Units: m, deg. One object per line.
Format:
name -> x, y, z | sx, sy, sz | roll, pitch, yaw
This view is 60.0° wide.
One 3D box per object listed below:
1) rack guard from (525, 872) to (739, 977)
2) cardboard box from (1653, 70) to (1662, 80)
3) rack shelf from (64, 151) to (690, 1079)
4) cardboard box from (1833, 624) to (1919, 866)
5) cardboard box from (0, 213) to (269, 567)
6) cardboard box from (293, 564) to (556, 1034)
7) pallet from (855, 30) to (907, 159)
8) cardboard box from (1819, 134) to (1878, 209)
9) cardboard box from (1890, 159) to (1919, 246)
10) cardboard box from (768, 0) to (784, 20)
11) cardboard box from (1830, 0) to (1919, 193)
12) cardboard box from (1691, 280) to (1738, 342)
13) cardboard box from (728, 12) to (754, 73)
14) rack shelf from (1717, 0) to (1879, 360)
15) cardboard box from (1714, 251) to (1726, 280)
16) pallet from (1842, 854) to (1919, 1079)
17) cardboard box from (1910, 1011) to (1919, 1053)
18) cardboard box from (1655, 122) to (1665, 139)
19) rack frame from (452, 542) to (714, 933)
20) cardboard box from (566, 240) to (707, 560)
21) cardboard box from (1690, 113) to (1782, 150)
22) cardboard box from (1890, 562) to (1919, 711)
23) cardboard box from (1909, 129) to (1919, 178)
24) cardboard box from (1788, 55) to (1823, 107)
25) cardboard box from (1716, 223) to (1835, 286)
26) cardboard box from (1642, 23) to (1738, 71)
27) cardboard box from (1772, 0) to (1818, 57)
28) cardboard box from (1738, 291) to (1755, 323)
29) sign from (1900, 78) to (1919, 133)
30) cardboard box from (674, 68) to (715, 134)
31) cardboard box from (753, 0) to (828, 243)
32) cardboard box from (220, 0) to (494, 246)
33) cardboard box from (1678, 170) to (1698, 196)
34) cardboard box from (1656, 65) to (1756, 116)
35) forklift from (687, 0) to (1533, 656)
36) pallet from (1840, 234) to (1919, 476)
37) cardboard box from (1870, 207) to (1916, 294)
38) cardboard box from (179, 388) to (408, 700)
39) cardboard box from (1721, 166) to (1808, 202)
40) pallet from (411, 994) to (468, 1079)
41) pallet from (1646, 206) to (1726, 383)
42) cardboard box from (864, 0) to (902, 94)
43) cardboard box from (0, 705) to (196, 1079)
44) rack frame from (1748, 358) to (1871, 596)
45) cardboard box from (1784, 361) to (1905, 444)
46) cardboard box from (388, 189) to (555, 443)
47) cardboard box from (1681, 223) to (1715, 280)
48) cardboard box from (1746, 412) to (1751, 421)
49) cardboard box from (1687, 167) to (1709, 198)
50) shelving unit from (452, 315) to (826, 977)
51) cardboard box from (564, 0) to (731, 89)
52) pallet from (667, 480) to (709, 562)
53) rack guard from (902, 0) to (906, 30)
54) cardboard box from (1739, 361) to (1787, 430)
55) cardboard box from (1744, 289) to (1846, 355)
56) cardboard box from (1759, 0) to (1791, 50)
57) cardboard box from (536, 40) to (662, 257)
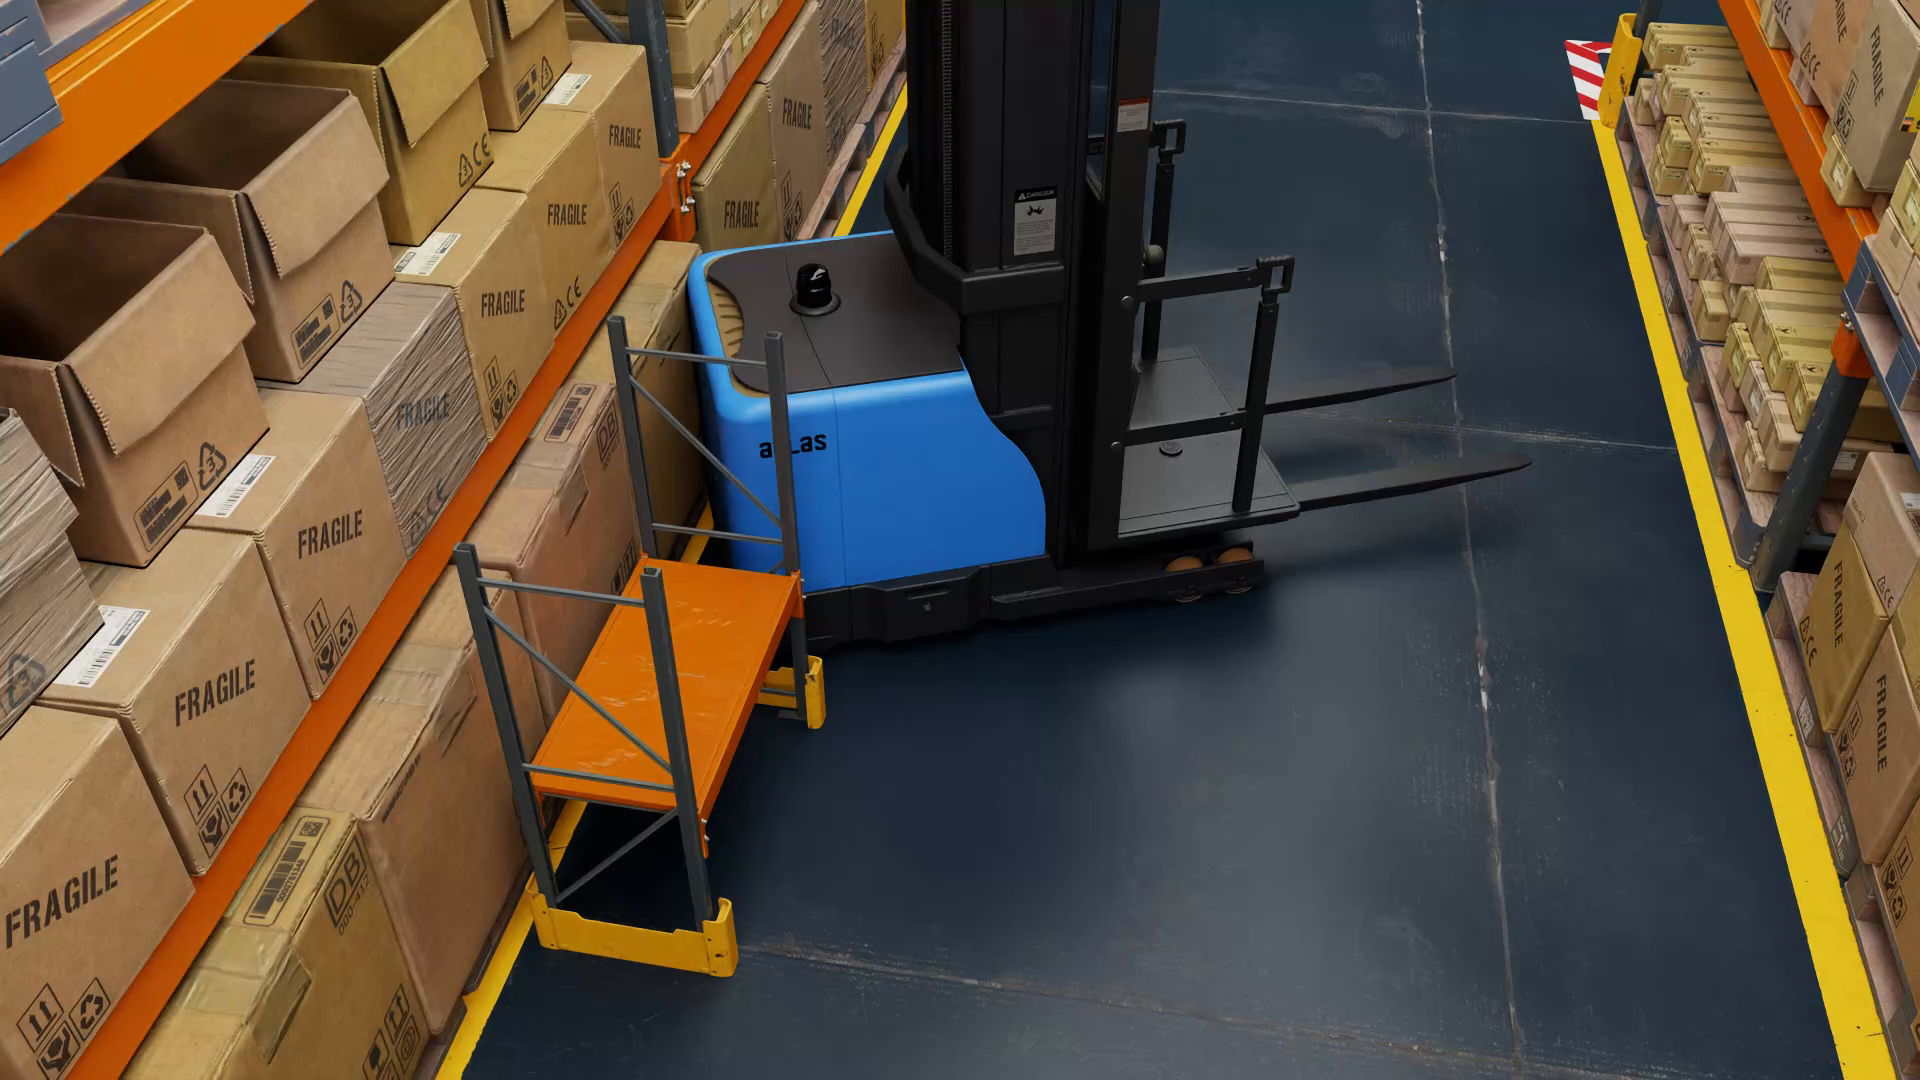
rack guard -> -0.930, 1.092, 4.734 | 0.587, 0.250, 0.087 | 7, 40, 8
cardboard box -> 3.726, -2.335, 8.394 | 0.380, 0.149, 0.250 | 8, 40, 10
rack shelf -> -1.836, -0.025, 4.491 | 1.077, 0.370, 4.000 | 6, 40, 8
cardboard box -> 2.898, 0.621, 4.777 | 0.500, 0.500, 0.500 | 8, 40, 10
cardboard box -> -1.924, -0.338, 3.439 | 0.797, 0.503, 0.637 | 7, 40, 9
cardboard box -> -1.881, 0.620, 4.484 | 1.225, 0.875, 0.875 | 7, 40, 8
pallet -> -0.859, -2.483, 9.087 | 1.003, 0.211, 1.213 | 6, 40, 8
cardboard box -> 3.134, -1.229, 5.580 | 0.380, 0.149, 0.250 | 5, 40, 6
cardboard box -> 2.856, -0.930, 4.656 | 0.380, 0.149, 0.250 | 7, 40, 8
cardboard box -> -0.933, -2.266, 6.834 | 0.380, 0.149, 0.250 | 6, 40, 7
cardboard box -> 3.183, -1.435, 5.320 | 0.500, 0.500, 0.500 | 6, 40, 8
cardboard box -> 3.289, -0.944, 6.945 | 0.380, 0.149, 0.250 | 6, 40, 8
cardboard box -> -1.021, -1.940, 6.440 | 0.380, 0.149, 0.250 | 8, 40, 9
rack shelf -> 3.724, -1.925, 6.789 | 1.077, 0.370, 4.000 | 6, 40, 8
cardboard box -> 3.413, -1.174, 6.990 | 0.380, 0.149, 0.250 | 5, 40, 6
pallet -> 3.035, 1.384, 4.410 | 1.003, 0.211, 1.213 | 6, 40, 8
cardboard box -> 2.711, 1.264, 4.000 | 0.500, 0.500, 0.500 | 5, 40, 6
cardboard box -> 3.699, -2.054, 8.288 | 0.380, 0.149, 0.250 | 6, 40, 7
rack frame -> -0.933, 0.622, 4.321 | 0.500, 1.500, 0.032 | 7, 40, 8
cardboard box -> -1.581, -0.497, 5.835 | 1.225, 0.875, 0.875 | 7, 40, 8
cardboard box -> 3.527, -1.791, 7.503 | 0.380, 0.149, 0.250 | 8, 40, 9
cardboard box -> 2.900, 0.334, 4.535 | 0.500, 0.250, 0.500 | 7, 40, 9
cardboard box -> 2.856, -1.045, 4.561 | 0.380, 0.149, 0.250 | 8, 40, 10
cardboard box -> 3.325, -1.723, 6.177 | 0.380, 0.149, 0.250 | 5, 40, 6
cardboard box -> 3.301, -1.148, 6.725 | 0.380, 0.149, 0.250 | 5, 40, 6
cardboard box -> 3.644, -2.459, 8.311 | 0.380, 0.149, 0.250 | 5, 40, 6
cardboard box -> 3.361, -2.073, 6.091 | 0.500, 0.500, 0.500 | 6, 40, 7
cardboard box -> 3.322, -0.846, 6.593 | 0.380, 0.149, 0.250 | 7, 40, 8
sign -> 2.842, -1.336, 4.832 | 0.100, 0.325, 0.005 | 6, 40, 8
cardboard box -> -1.111, -1.610, 6.040 | 0.380, 0.149, 0.250 | 6, 40, 8
cardboard box -> -1.141, -1.871, 7.497 | 0.875, 0.875, 0.875 | 6, 40, 8
cardboard box -> -1.723, -1.152, 4.423 | 0.797, 0.503, 0.637 | 7, 40, 8
cardboard box -> 3.560, -1.578, 7.713 | 0.380, 0.149, 0.250 | 6, 40, 8
cardboard box -> 3.545, -2.128, 7.911 | 0.380, 0.149, 0.250 | 6, 40, 8
forklift -> 0.607, -1.225, 5.432 | 3.031, 2.935, 1.130 | -9, 40, -11
pallet -> 3.102, -0.410, 4.542 | 1.003, 0.211, 1.213 | 6, 40, 8
cardboard box -> 2.856, -0.816, 4.750 | 0.380, 0.149, 0.250 | 5, 40, 6
cardboard box -> -1.658, -0.007, 3.826 | 0.500, 0.500, 0.500 | 6, 40, 7
cardboard box -> 3.487, -1.462, 7.105 | 0.380, 0.149, 0.250 | 6, 40, 8
pallet -> -1.972, 1.541, 4.221 | 1.003, 0.211, 1.213 | 6, 40, 8
pallet -> 3.668, -1.066, 7.374 | 1.003, 0.211, 1.213 | 6, 40, 8
cardboard box -> -0.830, -3.000, 8.863 | 0.875, 0.875, 0.875 | 6, 40, 8
cardboard box -> -1.830, 0.639, 3.044 | 0.500, 0.500, 0.500 | 8, 40, 9
rack frame -> 3.377, -0.947, 5.042 | 1.000, 3.000, 0.127 | 6, 40, 8
cardboard box -> 3.183, -0.492, 5.932 | 0.380, 0.149, 0.250 | 7, 40, 9
cardboard box -> -1.478, -0.634, 4.584 | 0.500, 0.500, 0.500 | 6, 40, 7
cardboard box -> 3.409, -1.255, 7.322 | 0.380, 0.149, 0.250 | 6, 40, 8
cardboard box -> 3.237, -0.448, 6.346 | 0.380, 0.149, 0.250 | 7, 40, 9
cardboard box -> 3.564, -1.680, 7.602 | 0.380, 0.149, 0.250 | 5, 40, 6
shelving unit -> -0.834, 0.298, 4.712 | 0.587, 1.500, 1.083 | 7, 40, 8
cardboard box -> -1.151, -1.880, 6.055 | 0.500, 0.250, 0.500 | 6, 40, 7
pallet -> -1.550, 0.010, 6.073 | 1.003, 0.211, 1.213 | 6, 40, 8
rack guard -> -0.794, -3.120, 9.631 | 1.175, 0.500, 0.348 | 6, 40, 8
cardboard box -> 3.153, -0.529, 6.210 | 0.380, 0.149, 0.250 | 5, 40, 6
cardboard box -> 3.224, -0.813, 6.321 | 0.380, 0.149, 0.250 | 6, 40, 7
cardboard box -> 3.396, -2.045, 6.566 | 0.380, 0.149, 0.250 | 7, 40, 9
cardboard box -> -1.302, -1.273, 5.357 | 0.500, 0.500, 0.500 | 7, 40, 8
